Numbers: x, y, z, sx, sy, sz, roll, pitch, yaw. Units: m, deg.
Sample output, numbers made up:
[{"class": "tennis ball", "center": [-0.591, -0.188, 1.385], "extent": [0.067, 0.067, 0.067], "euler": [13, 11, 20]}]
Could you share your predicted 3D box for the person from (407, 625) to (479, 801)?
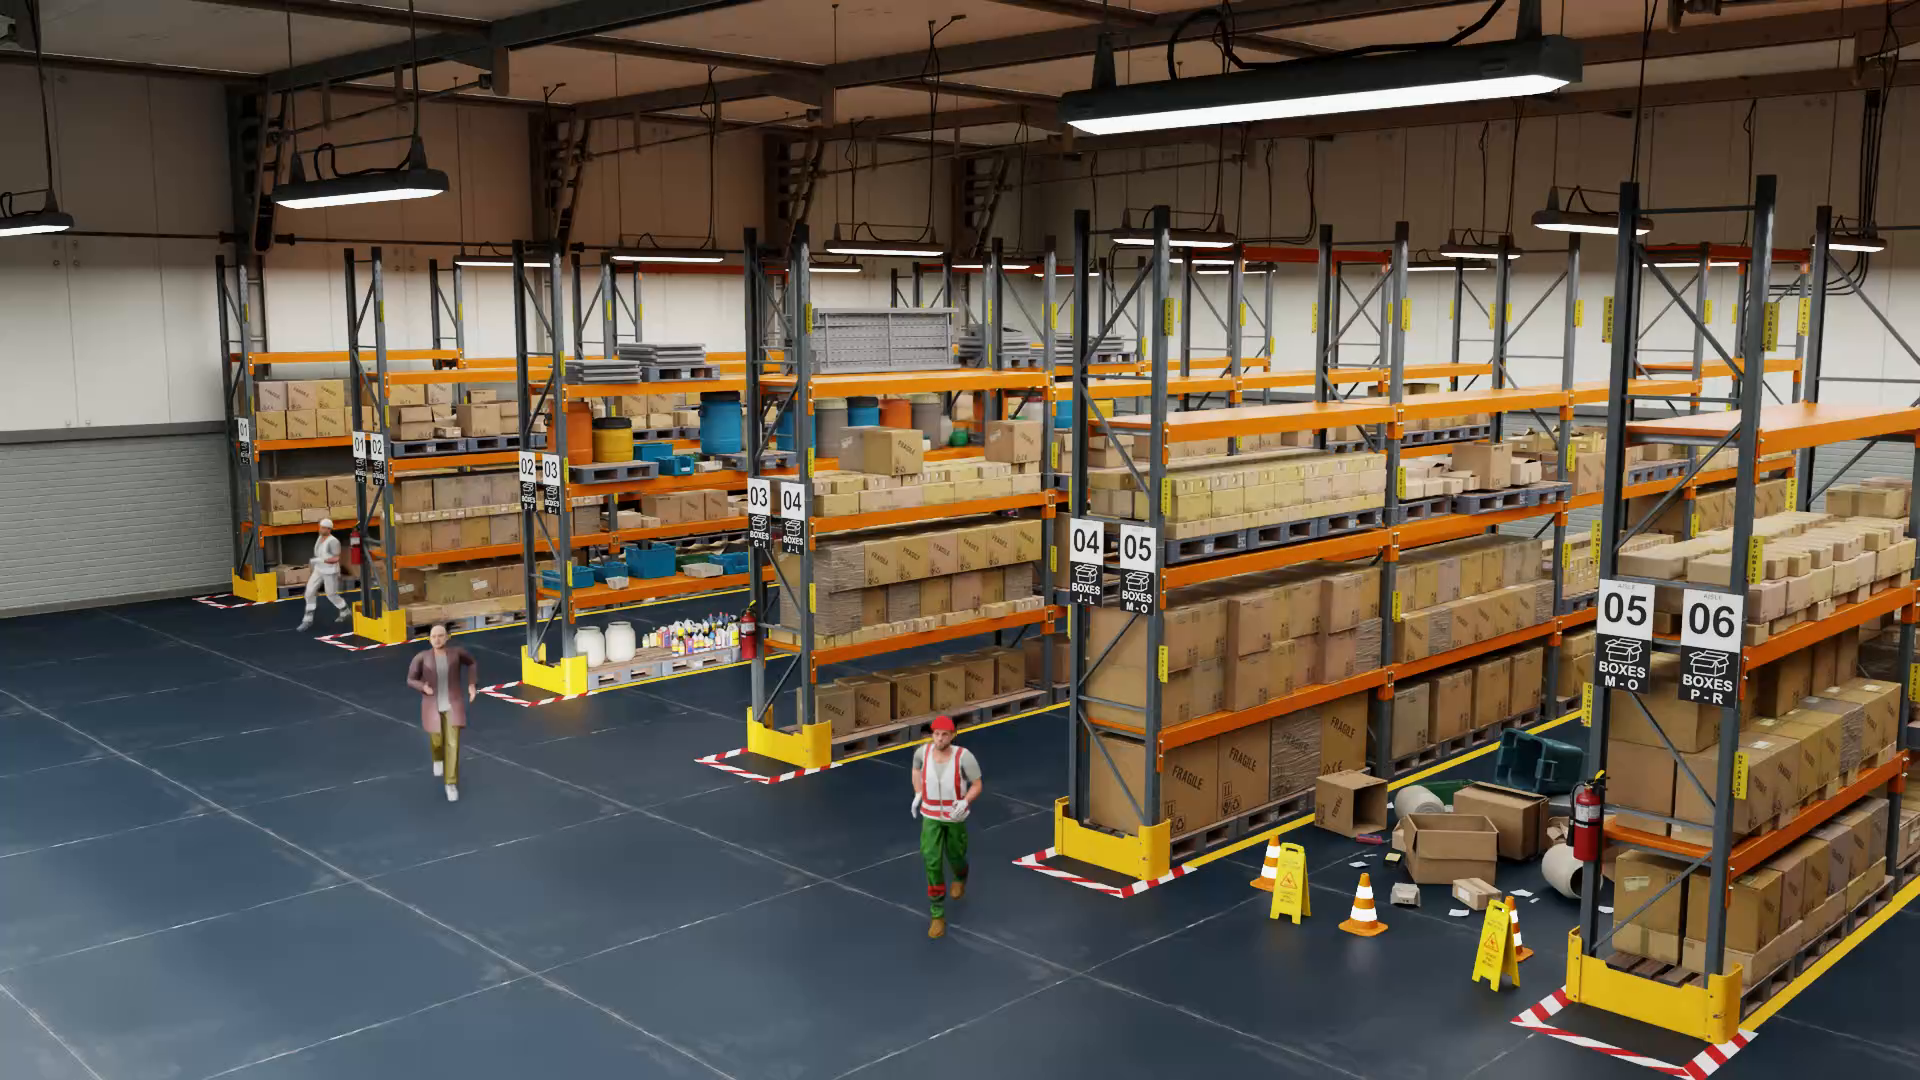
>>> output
[{"class": "person", "center": [-5.487, 1.784, 17.677], "extent": [0.724, 1.764, 1.109], "euler": [-2, 8, -16]}]

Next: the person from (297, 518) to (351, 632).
[{"class": "person", "center": [-10.091, 0.537, 26.529], "extent": [0.686, 1.791, 0.907], "euler": [5, 10, 32]}]

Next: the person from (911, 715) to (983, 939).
[{"class": "person", "center": [-0.115, 2.321, 13.958], "extent": [0.625, 1.787, 0.963], "euler": [1, 8, 8]}]
